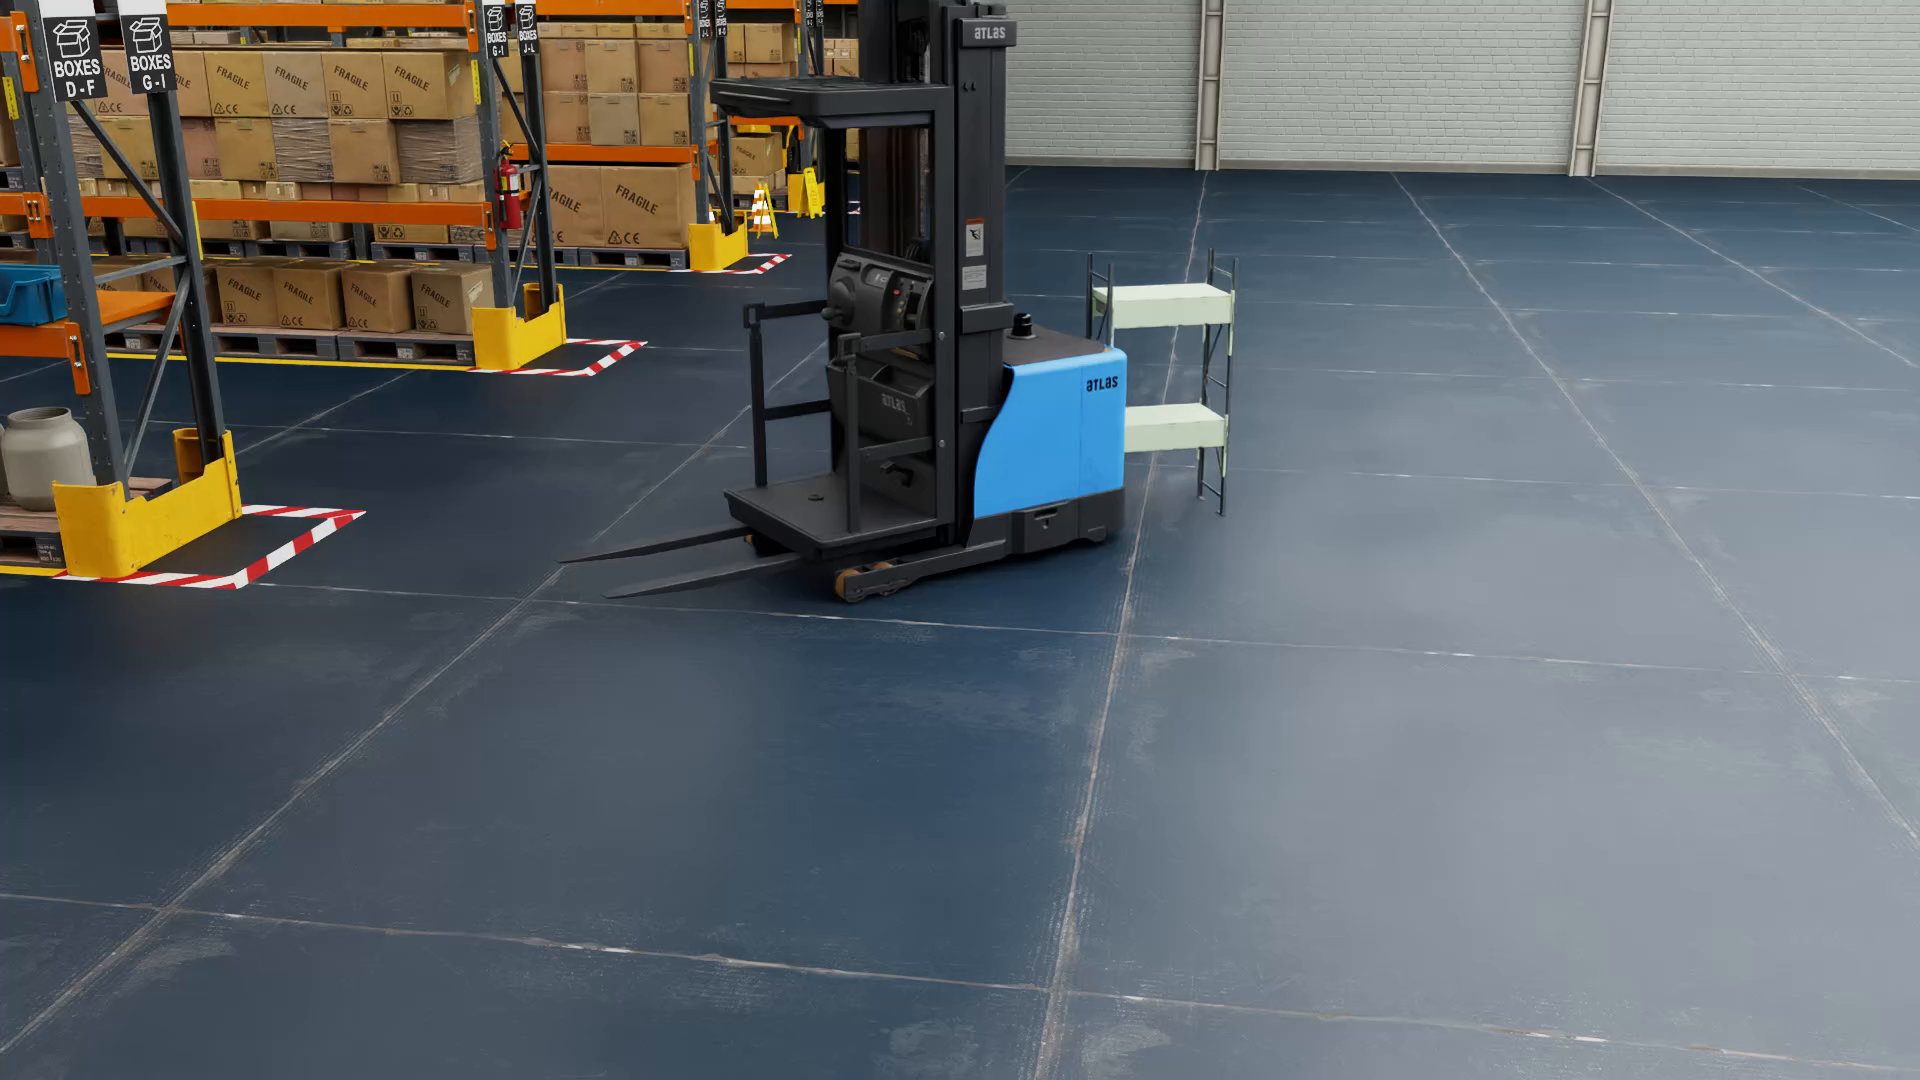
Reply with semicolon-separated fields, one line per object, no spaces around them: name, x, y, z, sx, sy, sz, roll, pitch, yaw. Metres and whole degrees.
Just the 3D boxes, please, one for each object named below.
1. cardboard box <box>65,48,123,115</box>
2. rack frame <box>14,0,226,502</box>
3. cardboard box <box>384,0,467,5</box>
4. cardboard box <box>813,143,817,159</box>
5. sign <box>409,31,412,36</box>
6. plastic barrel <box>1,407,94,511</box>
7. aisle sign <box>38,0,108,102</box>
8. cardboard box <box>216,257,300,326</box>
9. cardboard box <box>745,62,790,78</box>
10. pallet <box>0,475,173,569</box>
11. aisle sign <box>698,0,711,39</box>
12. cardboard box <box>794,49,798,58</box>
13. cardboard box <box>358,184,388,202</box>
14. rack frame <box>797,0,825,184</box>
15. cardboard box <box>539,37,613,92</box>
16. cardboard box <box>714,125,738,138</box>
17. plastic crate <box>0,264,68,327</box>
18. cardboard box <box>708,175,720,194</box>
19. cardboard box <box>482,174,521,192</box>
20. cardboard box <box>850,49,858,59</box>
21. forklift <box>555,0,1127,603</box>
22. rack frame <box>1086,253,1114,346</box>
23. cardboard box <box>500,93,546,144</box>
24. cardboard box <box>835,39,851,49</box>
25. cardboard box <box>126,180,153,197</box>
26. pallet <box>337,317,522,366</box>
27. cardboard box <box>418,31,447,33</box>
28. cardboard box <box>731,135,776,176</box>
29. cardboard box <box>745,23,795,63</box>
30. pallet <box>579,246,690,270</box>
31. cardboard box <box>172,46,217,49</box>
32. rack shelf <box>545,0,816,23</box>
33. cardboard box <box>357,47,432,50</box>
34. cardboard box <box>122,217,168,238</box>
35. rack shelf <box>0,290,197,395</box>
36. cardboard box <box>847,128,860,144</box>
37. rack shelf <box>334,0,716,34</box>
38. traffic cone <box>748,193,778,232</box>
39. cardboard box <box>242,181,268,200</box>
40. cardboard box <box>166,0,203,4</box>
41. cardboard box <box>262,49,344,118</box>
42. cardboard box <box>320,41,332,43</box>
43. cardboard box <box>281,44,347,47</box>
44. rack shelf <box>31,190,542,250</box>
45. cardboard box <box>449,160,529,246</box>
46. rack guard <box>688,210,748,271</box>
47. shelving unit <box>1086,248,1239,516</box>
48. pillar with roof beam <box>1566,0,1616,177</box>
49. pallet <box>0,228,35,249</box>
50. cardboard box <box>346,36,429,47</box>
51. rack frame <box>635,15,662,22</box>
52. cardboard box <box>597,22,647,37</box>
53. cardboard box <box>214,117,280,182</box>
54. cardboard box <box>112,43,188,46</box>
cardboard box;-7.135;-3.734;13.532;0.500;0.500;0.500;3;19;9
rack frame;-4.375;-1.420;8.820;0.127;3.000;1.000;3;19;9
cardboard box;-4.106;-4.268;12.840;0.500;0.250;0.500;3;19;10
cardboard box;-2.237;-6.480;27.613;0.500;0.250;0.500;3;19;9
sign;-9.209;-8.375;27.908;0.005;0.325;0.100;3;19;9
plastic barrel;-5.037;-0.449;9.176;0.421;0.512;0.421;0;18;0
aisle sign;-4.351;-2.556;8.119;0.004;0.787;0.394;3;19;9
cardboard box;-5.958;-2.121;14.193;0.500;0.500;0.500;1;19;4
cardboard box;-2.597;-6.206;22.497;0.500;0.500;0.500;3;19;8
pallet;-5.259;-0.129;9.357;1.213;0.211;1.003;3;19;9
aisle sign;-2.680;-5.656;17.383;0.004;0.787;0.394;3;19;9
cardboard box;-2.638;-7.967;27.207;0.250;0.149;0.380;2;19;7
cardboard box;-4.650;-2.829;13.427;0.250;0.149;0.380;3;19;9
rack frame;-2.018;-6.077;22.737;0.127;3.000;1.000;3;19;9
cardboard box;-4.152;-5.204;18.191;0.550;0.550;0.875;3;19;9
cardboard box;-3.223;-5.591;22.753;0.250;0.149;0.380;3;19;10
plastic crate;-4.917;-1.281;8.639;0.616;0.251;0.499;3;19;9
cardboard box;-3.369;-4.957;23.061;0.500;0.250;0.500;3;19;9
cardboard box;-3.833;-2.942;13.764;0.250;0.149;0.380;3;19;9
cardboard box;-1.621;-7.916;27.056;0.250;0.149;0.380;3;19;9
forklift;-0.587;-1.263;8.458;3.031;2.935;1.130;-12;22;-32
rack frame;0.783;-0.859;9.508;0.023;1.500;0.400;-4;19;-13
cardboard box;-4.686;-4.698;18.381;0.500;0.550;0.875;3;19;9
cardboard box;-1.869;-8.083;27.083;0.250;0.149;0.380;3;19;9
cardboard box;-6.630;-2.919;13.695;0.250;0.149;0.380;3;19;9
pallet;-4.461;-1.705;14.067;1.213;0.211;1.003;3;19;9
cardboard box;-7.464;-7.130;23.575;0.250;0.149;0.380;4;19;12
cardboard box;-2.850;-5.286;22.864;0.500;0.500;0.500;3;19;9
cardboard box;-2.557;-6.697;22.387;0.500;0.500;0.700;2;19;7
pallet;-3.505;-3.214;18.576;1.213;0.211;1.003;3;19;9
cardboard box;-6.557;-3.875;13.954;0.500;0.500;0.500;3;19;9
rack shelf;-3.992;-7.259;22.676;4.000;0.370;1.077;3;19;9
cardboard box;-4.582;-3.775;13.656;0.500;0.500;0.500;3;19;9
cardboard box;-9.151;-3.954;19.276;0.750;0.750;1.050;3;19;9
rack shelf;-6.350;-1.180;9.235;4.000;0.370;1.077;3;19;9
cardboard box;-1.764;-6.691;27.456;0.500;0.250;0.500;3;19;8
rack shelf;-4.678;-5.703;18.026;4.000;0.370;1.077;3;19;9
traffic cone;-2.487;-4.126;20.906;0.334;0.463;0.336;3;19;9
cardboard box;-5.637;-2.879;13.577;0.250;0.149;0.380;3;19;9
cardboard box;-6.123;-4.368;13.140;0.500;0.250;0.500;2;19;6
cardboard box;-5.159;-3.634;13.235;0.500;0.500;0.500;3;19;9
cardboard box;-8.911;-6.908;23.935;0.500;0.500;0.500;3;19;8
cardboard box;-7.143;-5.267;18.583;0.500;0.500;0.700;3;19;8
rack shelf;-5.564;-2.731;13.873;4.000;0.370;1.077;3;19;9
cardboard box;-5.152;-3.816;18.667;0.875;0.875;0.875;3;19;9
rack guard;-2.679;-3.334;18.480;0.348;0.500;1.175;3;19;9
shelving unit;1.139;-0.887;9.589;0.755;1.500;0.431;-4;19;-13
pillar with roof beam;9.387;-8.842;21.546;0.400;9.000;9.100;3;19;9
pallet;-11.373;-3.641;19.851;1.213;0.211;1.003;3;19;9
cardboard box;-6.293;-5.276;18.406;0.550;0.550;0.875;3;19;9
rack frame;-5.183;-7.833;27.987;0.127;3.000;1.000;3;19;9
cardboard box;-4.575;-6.784;22.649;0.500;0.500;0.700;3;19;7
cardboard box;-5.619;-3.252;13.668;0.500;0.500;0.875;3;19;9
cardboard box;-9.153;-5.369;18.889;0.500;0.500;0.700;3;19;8
